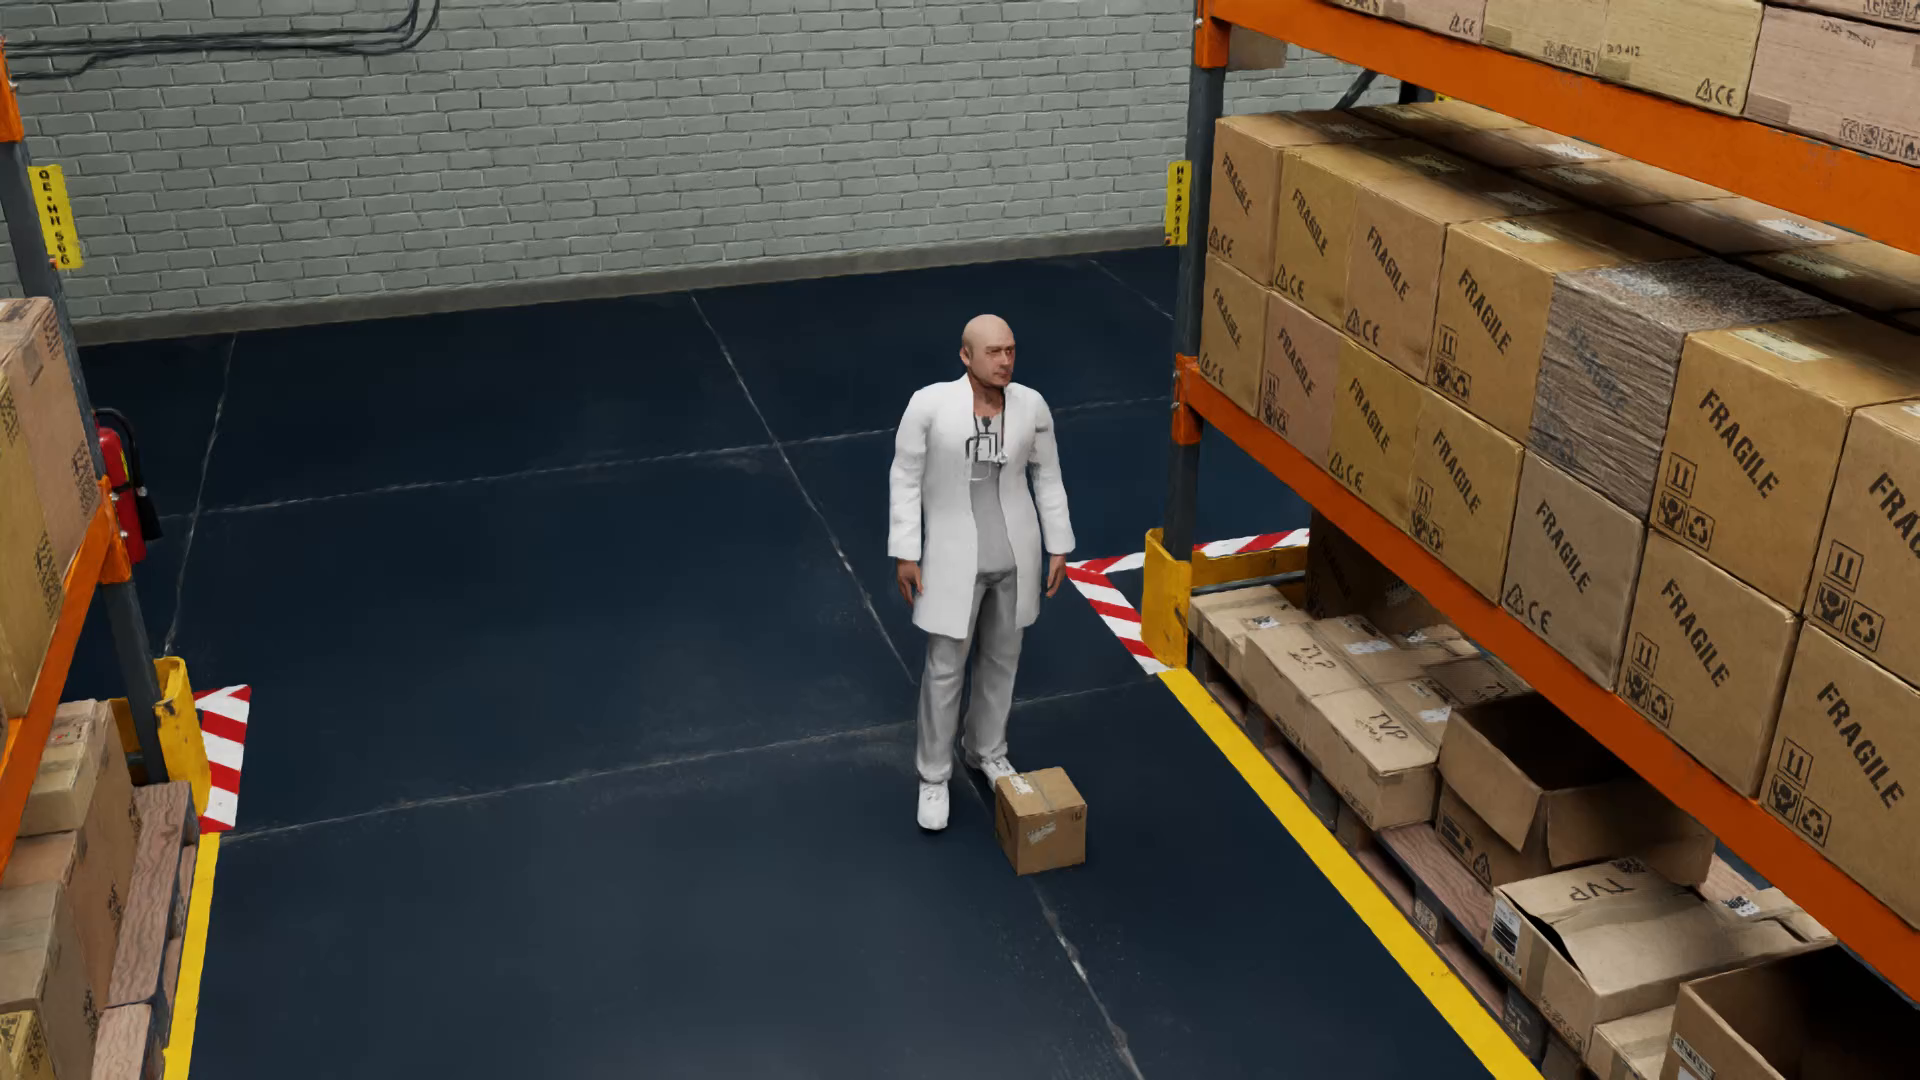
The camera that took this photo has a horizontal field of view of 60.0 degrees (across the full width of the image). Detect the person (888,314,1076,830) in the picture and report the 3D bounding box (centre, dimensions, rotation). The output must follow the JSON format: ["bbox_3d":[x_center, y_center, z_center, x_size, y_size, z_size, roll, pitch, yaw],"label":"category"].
[{"bbox_3d":[0.103,0.109,5.886,0.694,1.776,0.582,-7,27,-15],"label":"person"}]
